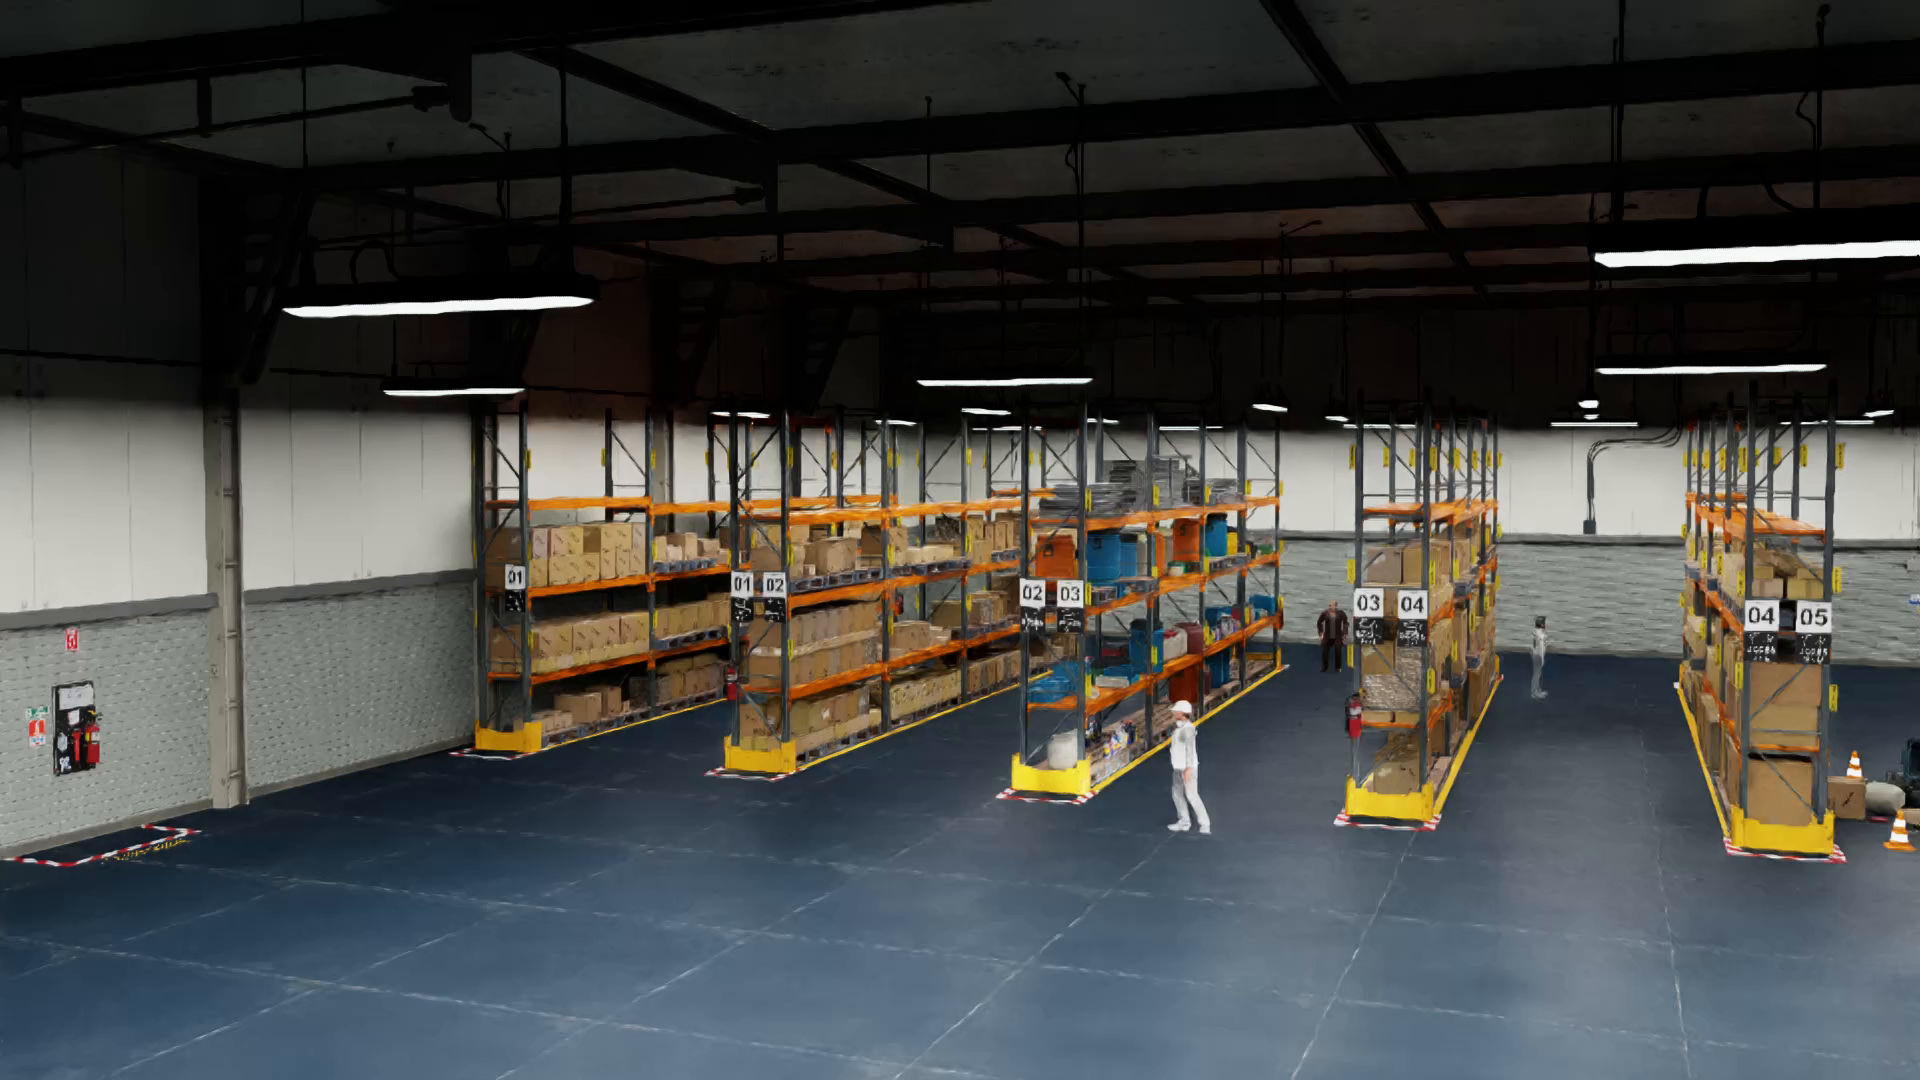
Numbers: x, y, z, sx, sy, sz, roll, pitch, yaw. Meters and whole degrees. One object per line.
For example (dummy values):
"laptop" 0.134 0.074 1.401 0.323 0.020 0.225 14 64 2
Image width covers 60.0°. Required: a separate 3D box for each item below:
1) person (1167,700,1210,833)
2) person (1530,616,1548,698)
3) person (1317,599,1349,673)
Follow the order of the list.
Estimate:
"person" 3.088 3.038 22.383 0.536 1.765 0.629 0 3 -5
"person" 12.207 2.448 34.964 0.434 1.684 0.550 0 3 3
"person" 8.734 2.246 38.964 0.729 1.733 0.538 1 3 20
